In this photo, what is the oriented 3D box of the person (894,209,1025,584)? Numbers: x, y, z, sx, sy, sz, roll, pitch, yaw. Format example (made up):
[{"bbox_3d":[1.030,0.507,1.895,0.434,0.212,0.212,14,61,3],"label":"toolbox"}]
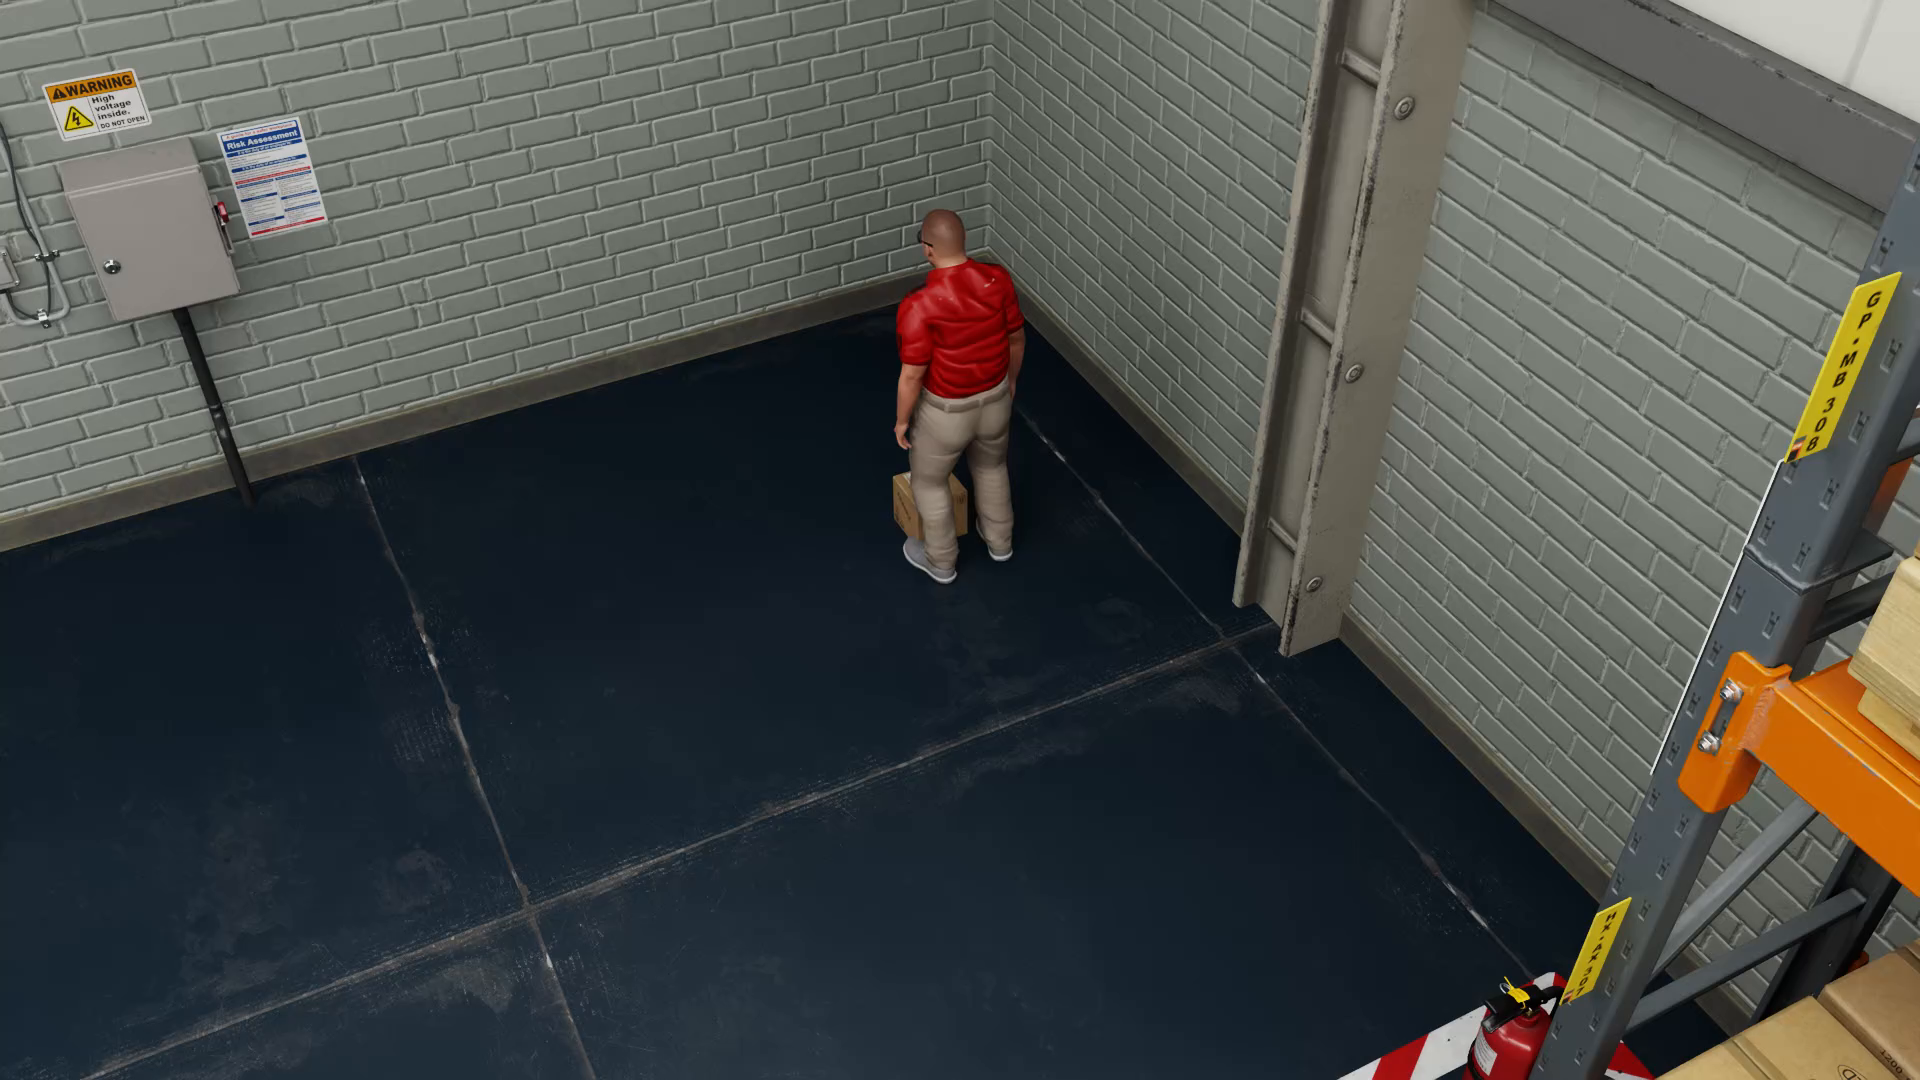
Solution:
[{"bbox_3d":[-0.010,-0.566,6.821,0.592,1.725,0.393,-21,45,-22],"label":"person"}]
